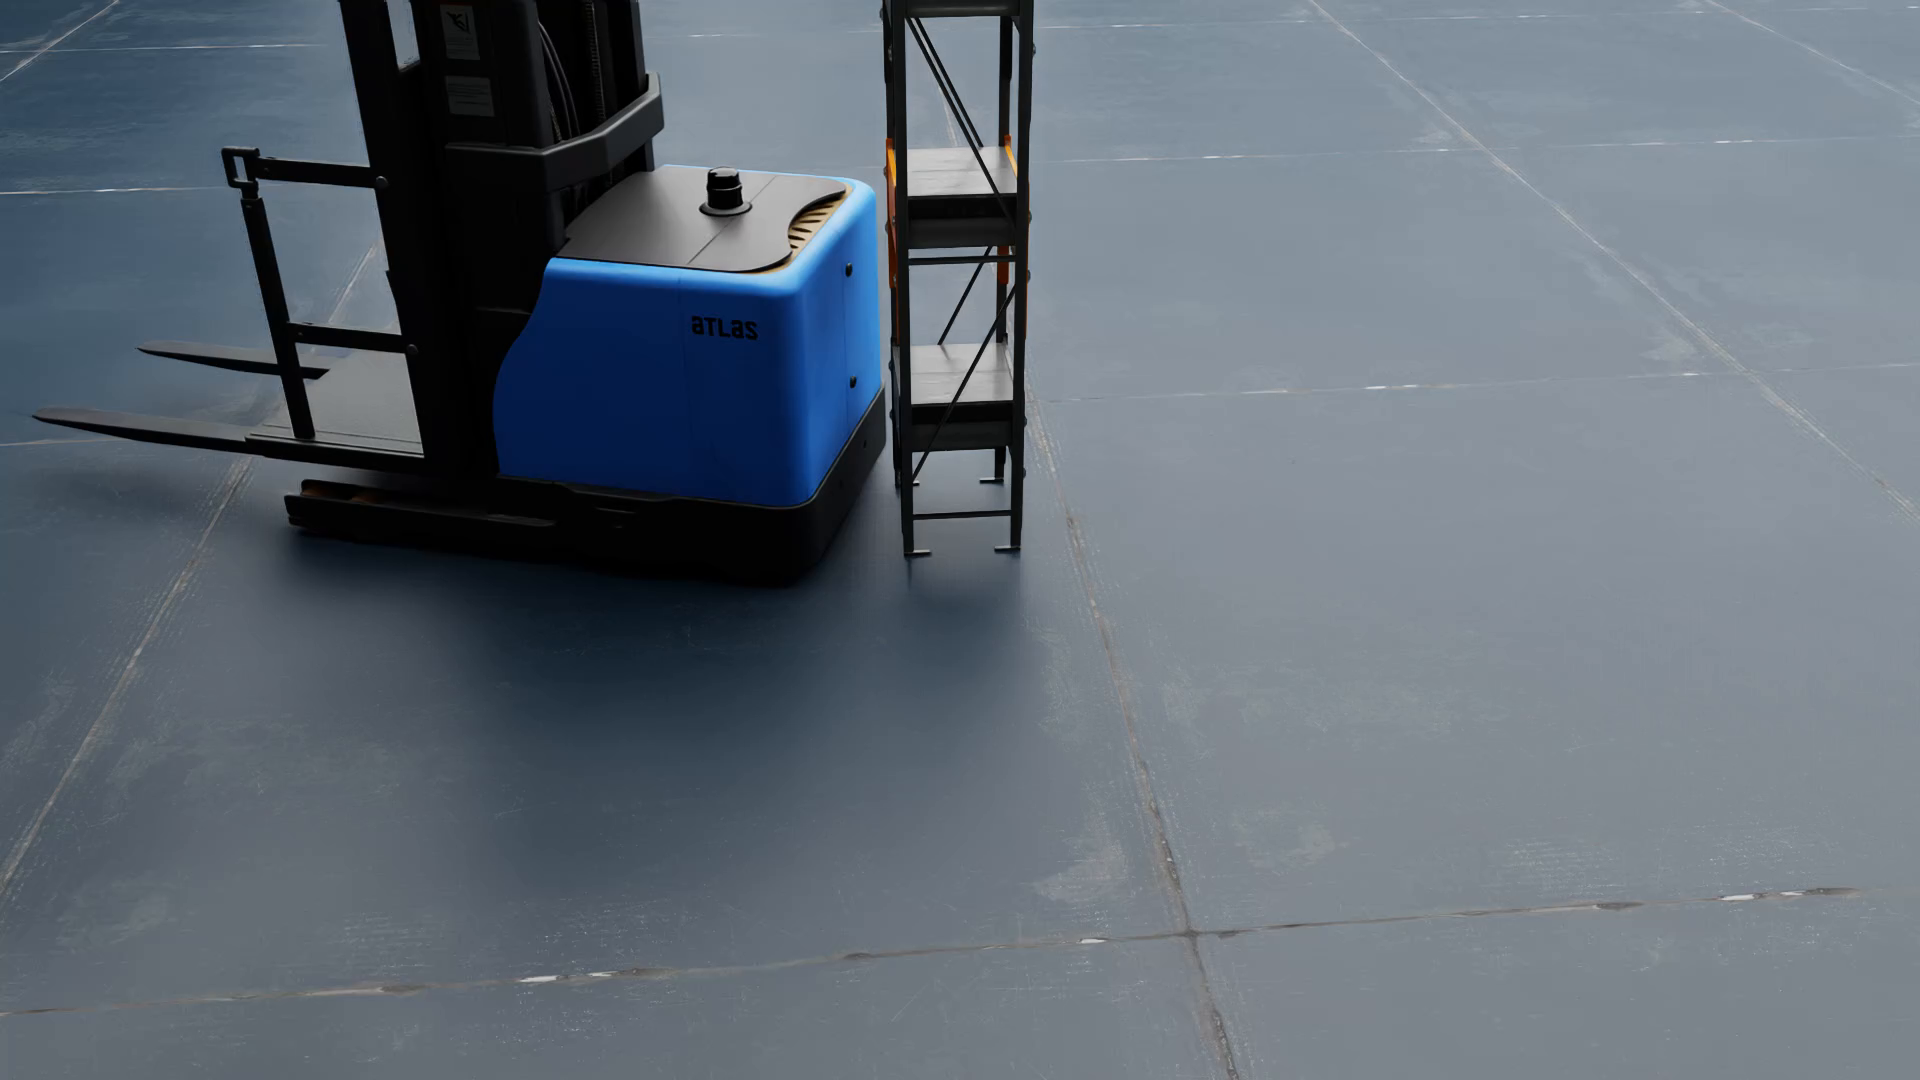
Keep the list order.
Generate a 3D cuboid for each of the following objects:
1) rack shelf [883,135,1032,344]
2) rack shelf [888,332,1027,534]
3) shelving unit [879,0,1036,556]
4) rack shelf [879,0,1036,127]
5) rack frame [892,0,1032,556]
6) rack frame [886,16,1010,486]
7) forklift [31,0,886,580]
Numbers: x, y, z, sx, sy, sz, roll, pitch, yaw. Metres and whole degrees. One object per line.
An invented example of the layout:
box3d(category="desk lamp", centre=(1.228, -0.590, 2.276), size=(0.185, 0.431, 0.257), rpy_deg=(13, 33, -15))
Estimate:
box3d(category="rack shelf", centre=(-0.015, -0.974, 5.360), size=(0.431, 0.518, 0.480), rpy_deg=(-3, 31, -5))
box3d(category="rack shelf", centre=(-0.015, -0.373, 5.719), size=(0.431, 0.518, 0.480), rpy_deg=(-3, 31, -5))
box3d(category="shelving unit", centre=(-0.015, -0.986, 5.353), size=(0.431, 2.100, 0.503), rpy_deg=(-3, 31, -5))
box3d(category="rack shelf", centre=(-0.015, -1.575, 5.001), size=(0.431, 0.518, 0.480), rpy_deg=(-3, 31, -5))
box3d(category="rack frame", centre=(0.007, -0.861, 5.144), size=(0.400, 2.100, 0.015), rpy_deg=(-3, 31, -5))
box3d(category="rack frame", centre=(-0.038, -1.111, 5.562), size=(0.400, 2.100, 0.015), rpy_deg=(-3, 31, -5))
box3d(category="forklift", centre=(-1.848, -1.515, 5.428), size=(3.031, 2.935, 1.130), rpy_deg=(7, 32, 11))
